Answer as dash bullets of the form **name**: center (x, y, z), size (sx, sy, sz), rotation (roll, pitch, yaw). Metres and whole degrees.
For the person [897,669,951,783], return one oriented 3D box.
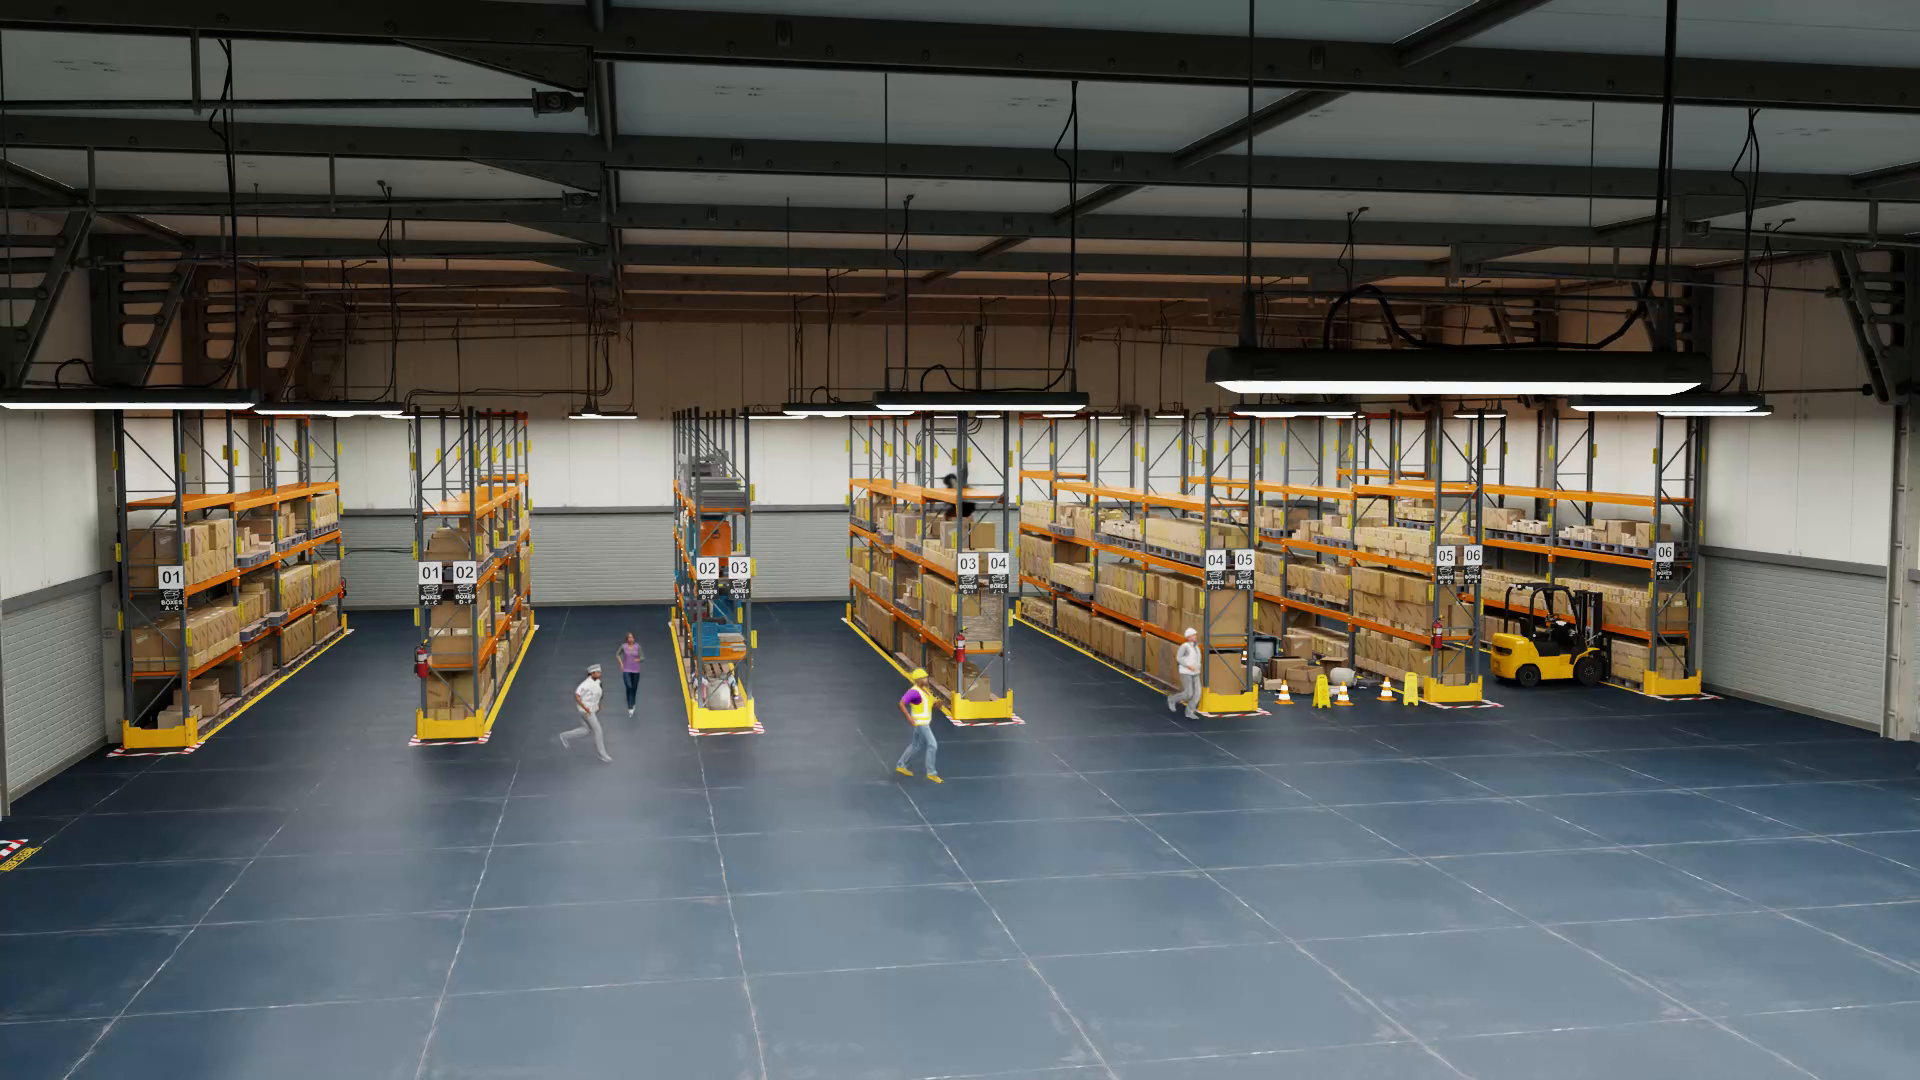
- **person**: center (-0.572, 2.942, 26.404), size (0.899, 1.797, 0.685), rotation (1, 4, 9)

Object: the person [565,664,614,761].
- **person**: center (-6.286, 2.926, 28.137), size (0.859, 1.680, 0.579), rotation (1, 4, 11)

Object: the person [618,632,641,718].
- **person**: center (-6.431, 2.607, 32.434), size (0.470, 1.607, 0.743), rotation (-2, 4, -20)

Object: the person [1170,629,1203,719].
- **person**: center (4.444, 2.578, 32.231), size (0.681, 1.736, 0.599), rotation (-4, 6, -45)
